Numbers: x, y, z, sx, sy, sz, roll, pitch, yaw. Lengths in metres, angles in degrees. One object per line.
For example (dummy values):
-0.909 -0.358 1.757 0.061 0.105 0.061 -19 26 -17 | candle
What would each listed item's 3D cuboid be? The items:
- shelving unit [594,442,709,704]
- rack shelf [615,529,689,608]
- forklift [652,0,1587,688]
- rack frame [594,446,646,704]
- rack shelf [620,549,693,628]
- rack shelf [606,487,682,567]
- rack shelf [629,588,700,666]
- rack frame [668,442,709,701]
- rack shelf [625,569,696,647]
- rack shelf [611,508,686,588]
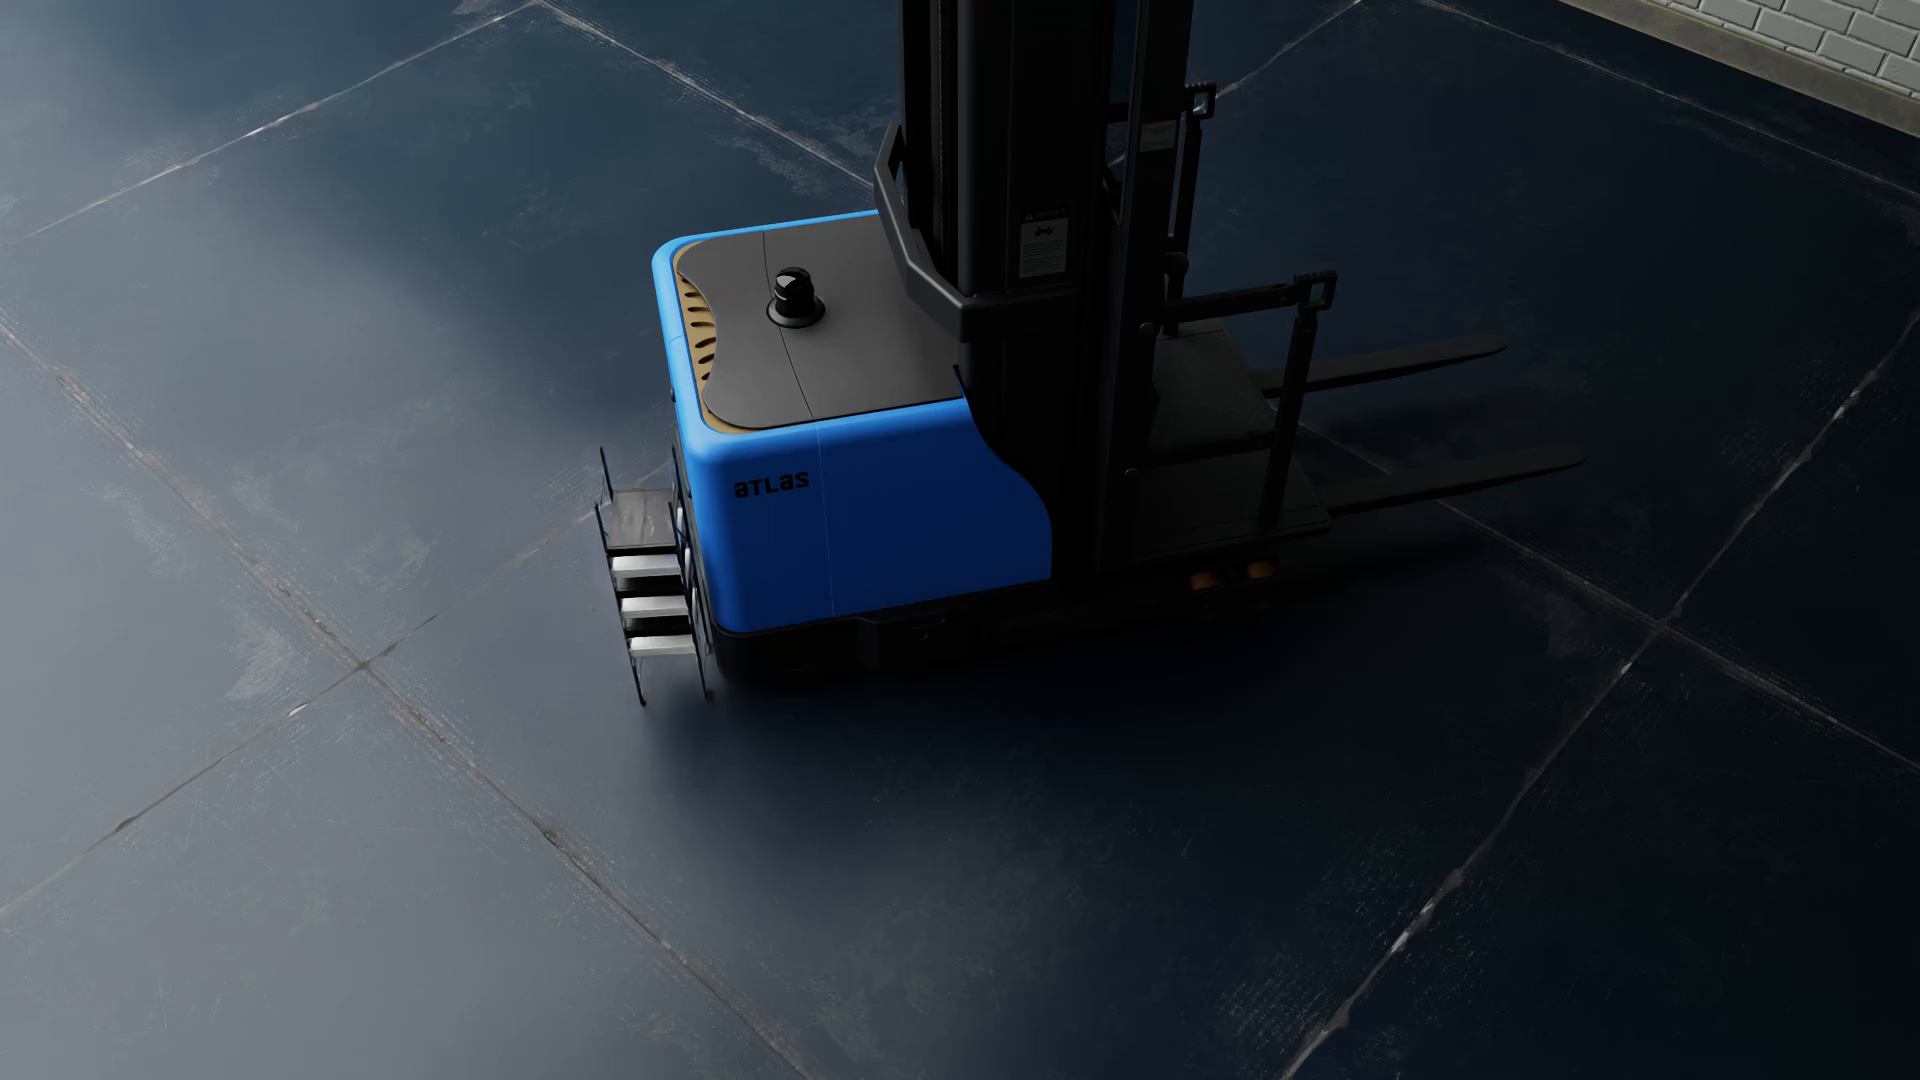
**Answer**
-0.917 0.119 5.020 0.210 0.900 0.258 -3 47 -3 | shelving unit
-0.917 0.081 4.979 0.200 0.077 0.258 -3 47 -3 | rack shelf
0.606 -1.109 4.781 3.031 2.935 1.130 -10 48 -9 | forklift
-1.018 0.125 5.015 0.006 0.900 0.240 -3 47 -3 | rack frame
-0.917 0.142 5.044 0.200 0.077 0.258 -3 47 -3 | rack shelf
-0.917 -0.043 4.848 0.200 0.077 0.258 -3 47 -3 | rack shelf
-0.916 0.265 5.176 0.200 0.077 0.258 -3 47 -3 | rack shelf
-0.815 0.114 5.025 0.006 0.900 0.240 -3 47 -3 | rack frame
-0.916 0.204 5.110 0.200 0.077 0.258 -3 47 -3 | rack shelf
-0.917 0.019 4.913 0.200 0.077 0.258 -3 47 -3 | rack shelf
